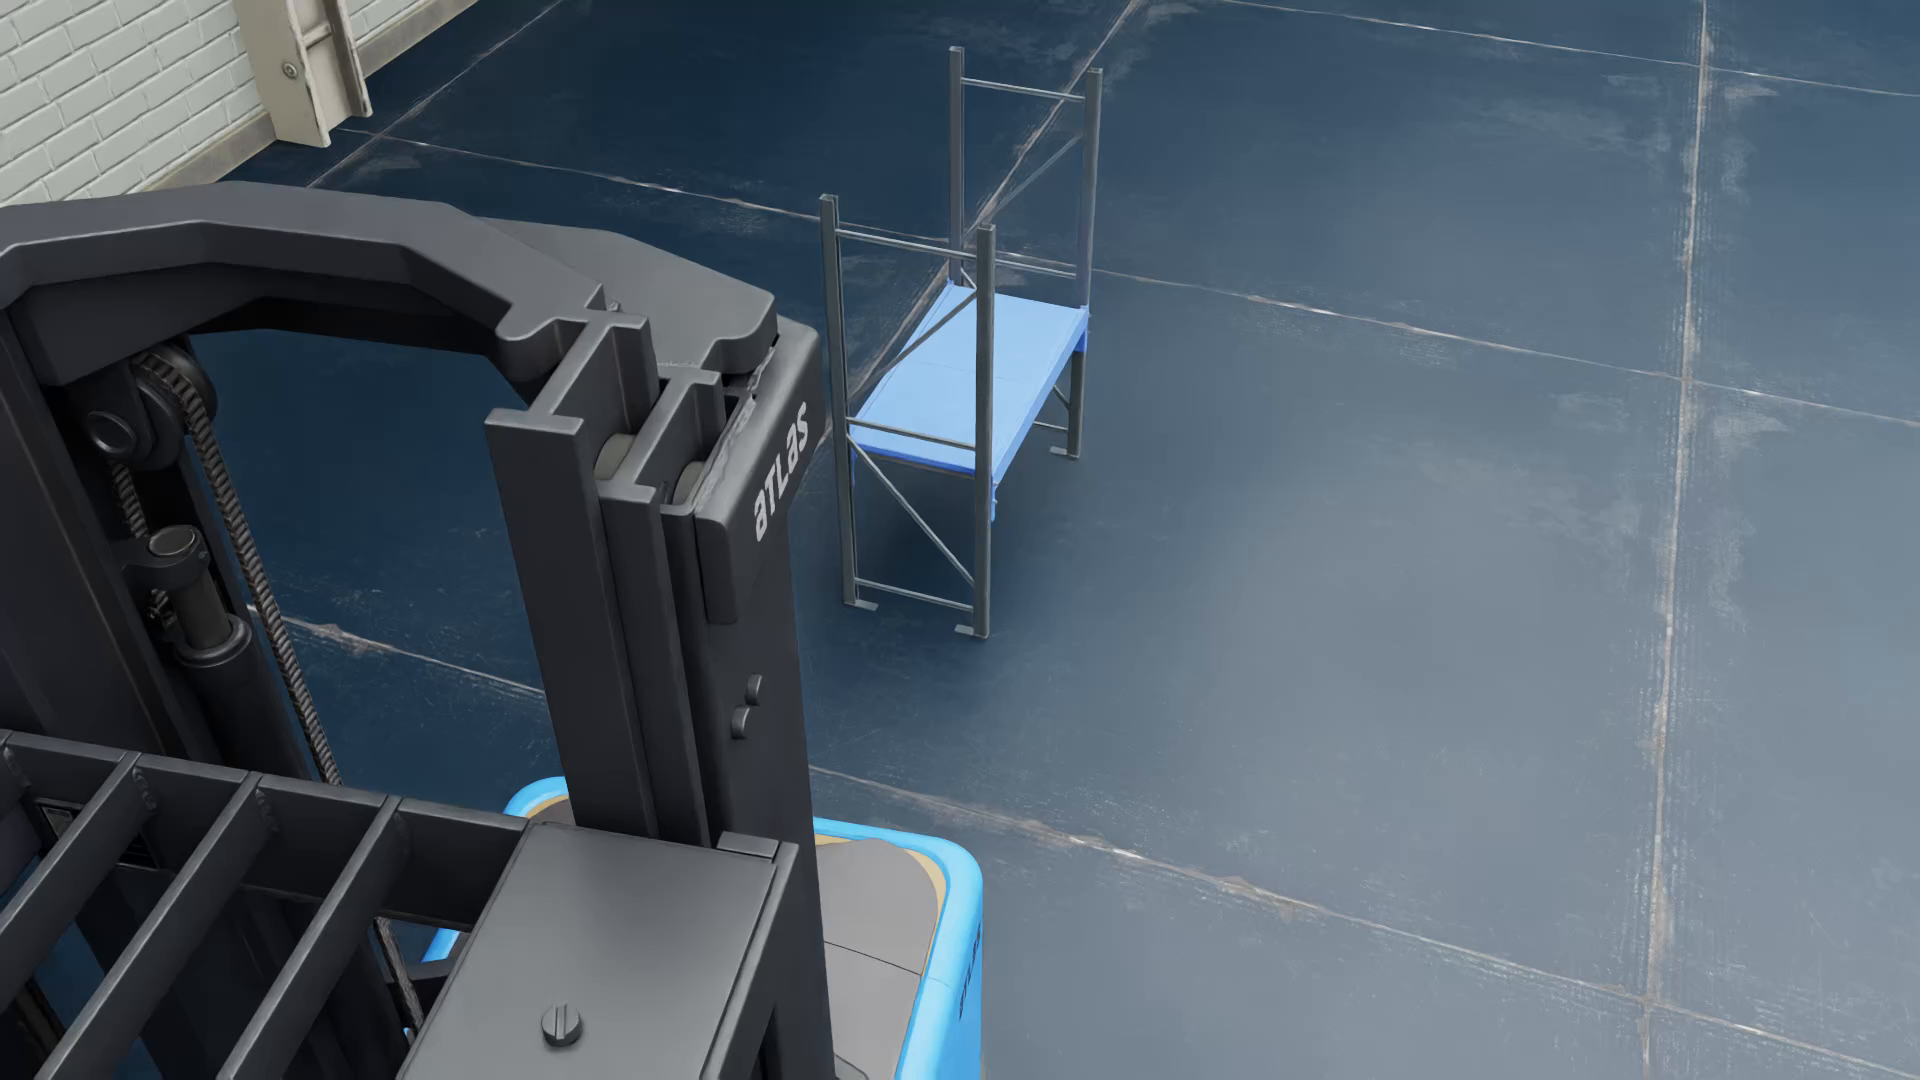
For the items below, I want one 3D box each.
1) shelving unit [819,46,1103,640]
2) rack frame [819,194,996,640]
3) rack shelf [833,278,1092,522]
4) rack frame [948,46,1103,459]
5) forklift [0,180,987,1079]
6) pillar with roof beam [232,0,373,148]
[{"bbox_3d":[0.029,-0.623,5.324,0.538,1.500,1.048,13,42,15],"label":"shelving unit"},{"bbox_3d":[-0.145,-0.313,4.961,0.500,1.500,0.032,13,42,15],"label":"rack frame"},{"bbox_3d":[0.029,-0.486,5.441,0.538,0.185,1.000,13,42,15],"label":"rack shelf"},{"bbox_3d":[0.203,-0.933,5.688,0.500,1.500,0.032,13,42,15],"label":"rack frame"},{"bbox_3d":[-0.744,1.191,2.095,1.130,2.935,3.031,8,41,9],"label":"forklift"},{"bbox_3d":[0.933,-4.495,4.086,9.100,9.000,0.400,13,42,15],"label":"pillar with roof beam"}]
